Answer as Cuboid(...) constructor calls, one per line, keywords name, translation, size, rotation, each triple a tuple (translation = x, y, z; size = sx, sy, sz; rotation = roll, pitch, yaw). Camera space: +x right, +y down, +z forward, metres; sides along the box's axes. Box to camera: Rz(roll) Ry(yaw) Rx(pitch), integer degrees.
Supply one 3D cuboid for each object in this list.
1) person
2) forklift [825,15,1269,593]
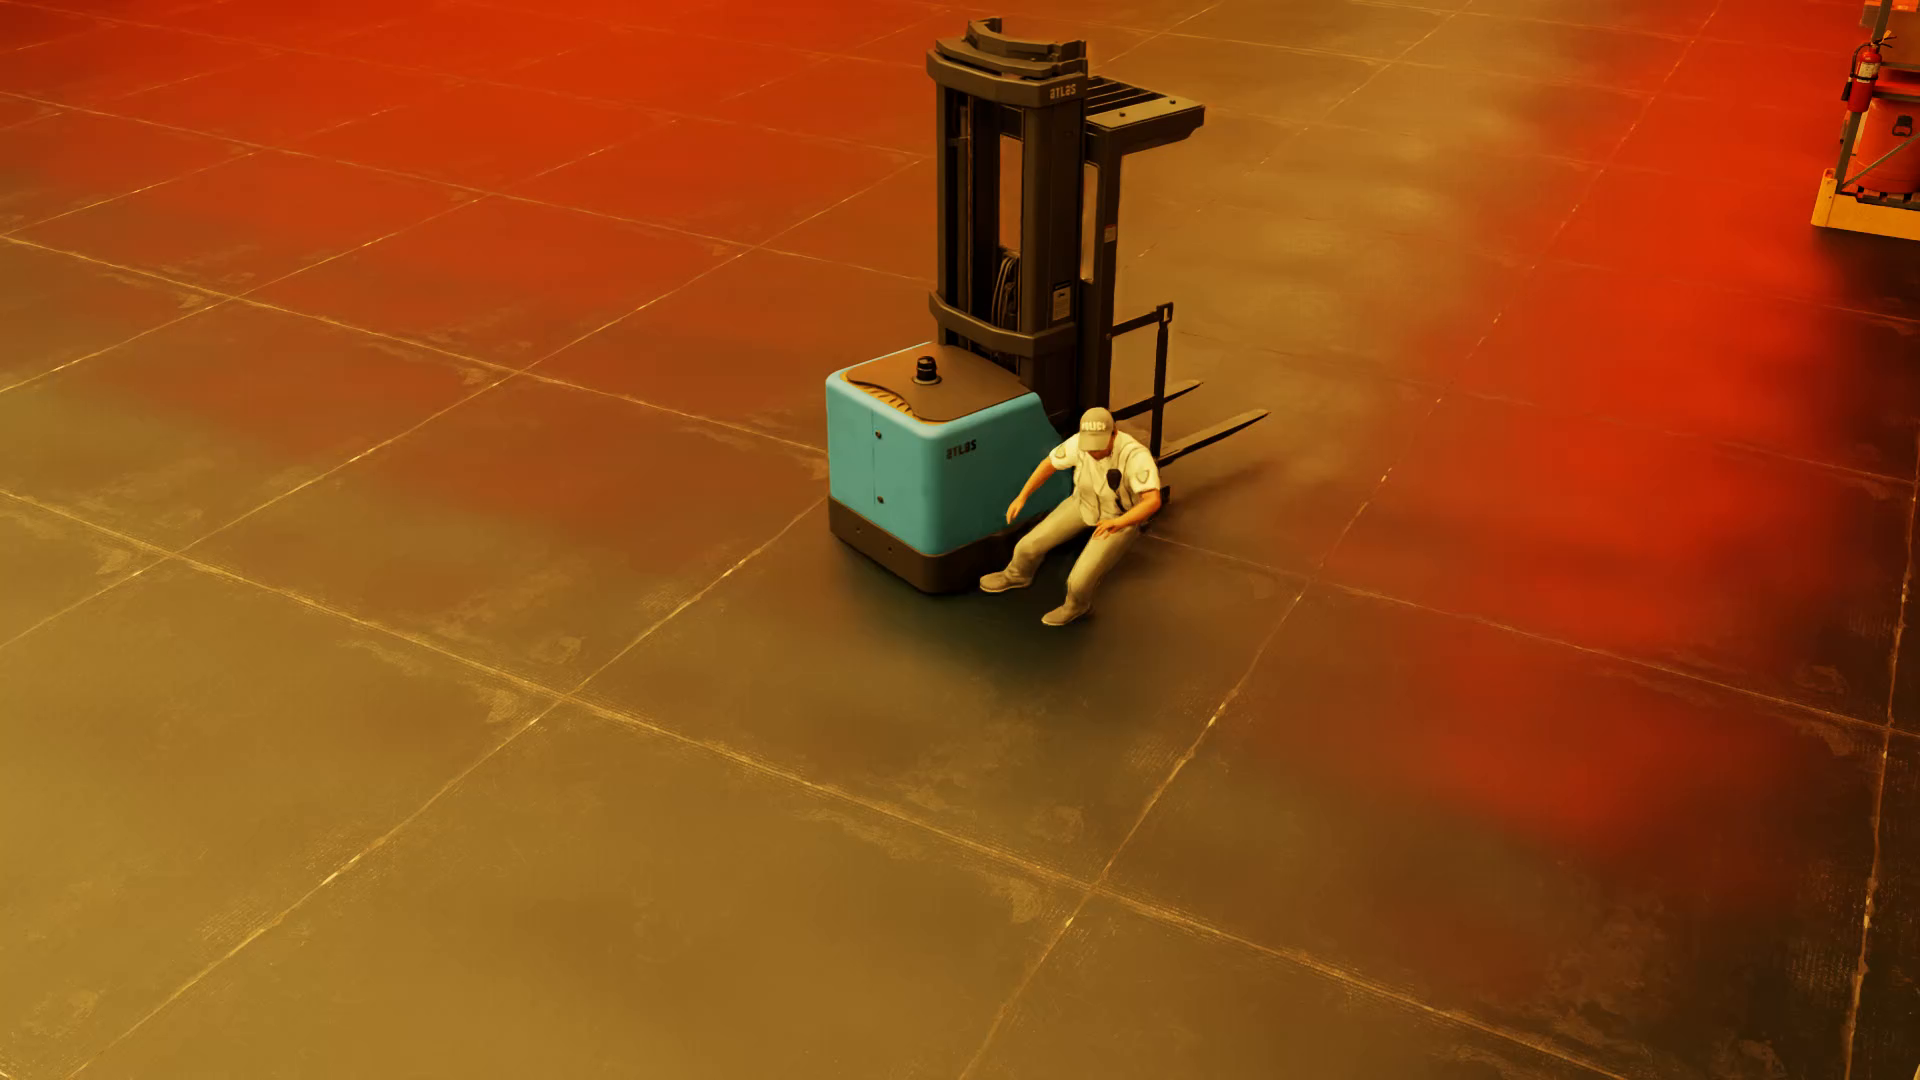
Cuboid(name="person", translation=(0.553, -0.085, 8.752), size=(1.127, 1.433, 0.912), rotation=(16, 34, 25))
Cuboid(name="forklift", translation=(0.672, -1.571, 9.793), size=(3.031, 2.935, 1.130), rotation=(-22, 37, -34))
